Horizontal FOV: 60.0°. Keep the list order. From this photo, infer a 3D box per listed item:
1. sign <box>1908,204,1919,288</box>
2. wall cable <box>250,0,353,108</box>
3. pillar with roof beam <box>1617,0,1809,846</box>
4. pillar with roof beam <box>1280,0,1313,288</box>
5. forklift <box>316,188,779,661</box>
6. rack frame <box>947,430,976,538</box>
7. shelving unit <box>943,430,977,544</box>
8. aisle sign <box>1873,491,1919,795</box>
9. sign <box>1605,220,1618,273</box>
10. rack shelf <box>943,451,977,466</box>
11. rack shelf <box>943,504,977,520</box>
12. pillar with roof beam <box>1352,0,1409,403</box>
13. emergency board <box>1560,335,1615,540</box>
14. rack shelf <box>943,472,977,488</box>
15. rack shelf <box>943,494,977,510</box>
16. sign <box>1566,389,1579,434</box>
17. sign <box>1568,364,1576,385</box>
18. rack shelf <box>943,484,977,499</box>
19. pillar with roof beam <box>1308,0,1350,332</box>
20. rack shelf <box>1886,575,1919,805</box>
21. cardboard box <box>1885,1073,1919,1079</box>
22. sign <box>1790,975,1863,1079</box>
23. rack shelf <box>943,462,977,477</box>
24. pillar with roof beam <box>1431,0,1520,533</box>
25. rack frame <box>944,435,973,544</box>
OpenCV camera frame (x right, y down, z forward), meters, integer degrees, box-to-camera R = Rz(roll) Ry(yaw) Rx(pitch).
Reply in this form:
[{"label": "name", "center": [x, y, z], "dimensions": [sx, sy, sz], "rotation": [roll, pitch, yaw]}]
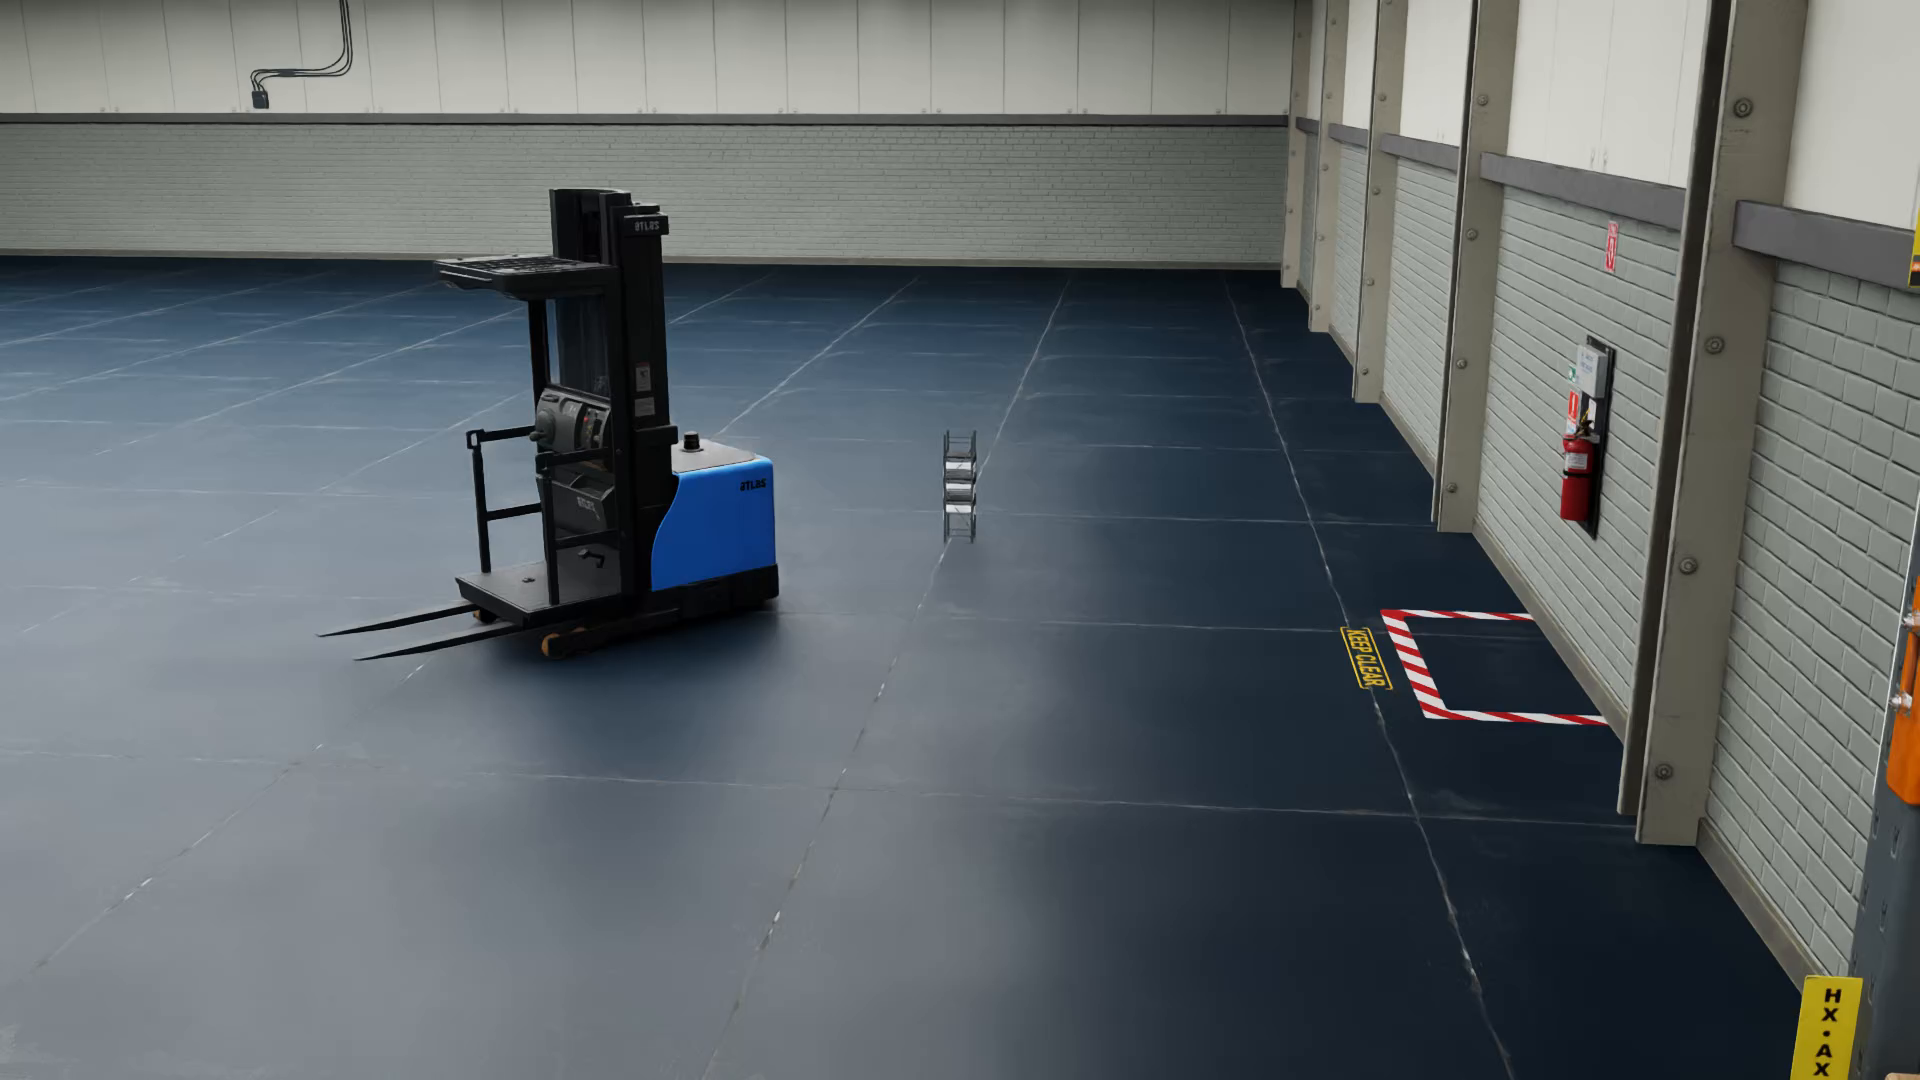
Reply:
[{"label": "sign", "center": [1.505, -0.544, 2.506], "dimensions": [0.100, 0.325, 0.005], "rotation": [2, 15, 6]}, {"label": "wall cable", "center": [-14.011, -12.139, 34.798], "dimensions": [2.305, 6.003, 0.169], "rotation": [2, 15, 6]}, {"label": "pillar with roof beam", "center": [-0.775, -3.030, 7.627], "dimensions": [9.100, 9.000, 0.400], "rotation": [2, 15, 6]}, {"label": "pillar with roof beam", "center": [1.933, -9.254, 30.647], "dimensions": [9.100, 9.000, 0.400], "rotation": [2, 15, 6]}, {"label": "forklift", "center": [-2.744, -0.794, 10.985], "dimensions": [3.031, 2.935, 1.130], "rotation": [-13, 20, -39]}, {"label": "rack frame", "center": [0.011, -0.459, 13.634], "dimensions": [0.240, 0.900, 0.006], "rotation": [2, 15, 6]}, {"label": "shelving unit", "center": [-0.001, -0.432, 13.537], "dimensions": [0.258, 0.900, 0.210], "rotation": [2, 15, 6]}, {"label": "aisle sign", "center": [1.755, 0.060, 2.715], "dimensions": [0.394, 0.787, 0.004], "rotation": [2, 15, 6]}, {"label": "sign", "center": [3.919, -1.765, 10.002], "dimensions": [0.001, 0.298, 0.199], "rotation": [2, 15, 6]}, {"label": "rack shelf", "center": [-0.001, -0.661, 13.475], "dimensions": [0.258, 0.077, 0.200], "rotation": [2, 15, 6]}, {"label": "rack shelf", "center": [-0.001, -0.226, 13.592], "dimensions": [0.258, 0.077, 0.200], "rotation": [2, 15, 6]}, {"label": "pillar with roof beam", "center": [0.579, -6.142, 19.137], "dimensions": [9.100, 9.000, 0.400], "rotation": [2, 15, 6]}, {"label": "emergency board", "center": [3.819, -0.647, 10.308], "dimensions": [0.194, 1.169, 0.643], "rotation": [2, 15, 6]}, {"label": "rack shelf", "center": [-0.001, -0.487, 13.522], "dimensions": [0.258, 0.077, 0.200], "rotation": [2, 15, 6]}, {"label": "rack shelf", "center": [-0.001, -0.313, 13.569], "dimensions": [0.258, 0.077, 0.200], "rotation": [2, 15, 6]}, {"label": "sign", "center": [3.984, -0.804, 10.822], "dimensions": [0.001, 0.329, 0.234], "rotation": [2, 15, 6]}, {"label": "sign", "center": [3.974, -1.059, 10.750], "dimensions": [0.001, 0.109, 0.331], "rotation": [2, 15, 6]}, {"label": "rack shelf", "center": [-0.001, -0.400, 13.546], "dimensions": [0.258, 0.077, 0.200], "rotation": [2, 15, 6]}, {"label": "pillar with roof beam", "center": [1.256, -7.698, 24.892], "dimensions": [9.100, 9.000, 0.400], "rotation": [2, 15, 6]}, {"label": "rack shelf", "center": [1.819, 0.760, 0.736], "dimensions": [1.077, 0.370, 4.000], "rotation": [2, 15, 6]}, {"label": "cardboard box", "center": [1.692, 1.158, 2.446], "dimensions": [0.500, 0.500, 0.500], "rotation": [2, 15, 6]}, {"label": "sign", "center": [1.505, 0.908, 2.898], "dimensions": [0.100, 0.325, 0.005], "rotation": [2, 15, 6]}, {"label": "rack shelf", "center": [-0.001, -0.574, 13.499], "dimensions": [0.258, 0.077, 0.200], "rotation": [2, 15, 6]}, {"label": "pillar with roof beam", "center": [-0.098, -4.586, 13.382], "dimensions": [9.100, 9.000, 0.400], "rotation": [2, 15, 6]}, {"label": "rack frame", "center": [-0.012, -0.406, 13.439], "dimensions": [0.240, 0.900, 0.006], "rotation": [2, 15, 6]}]
